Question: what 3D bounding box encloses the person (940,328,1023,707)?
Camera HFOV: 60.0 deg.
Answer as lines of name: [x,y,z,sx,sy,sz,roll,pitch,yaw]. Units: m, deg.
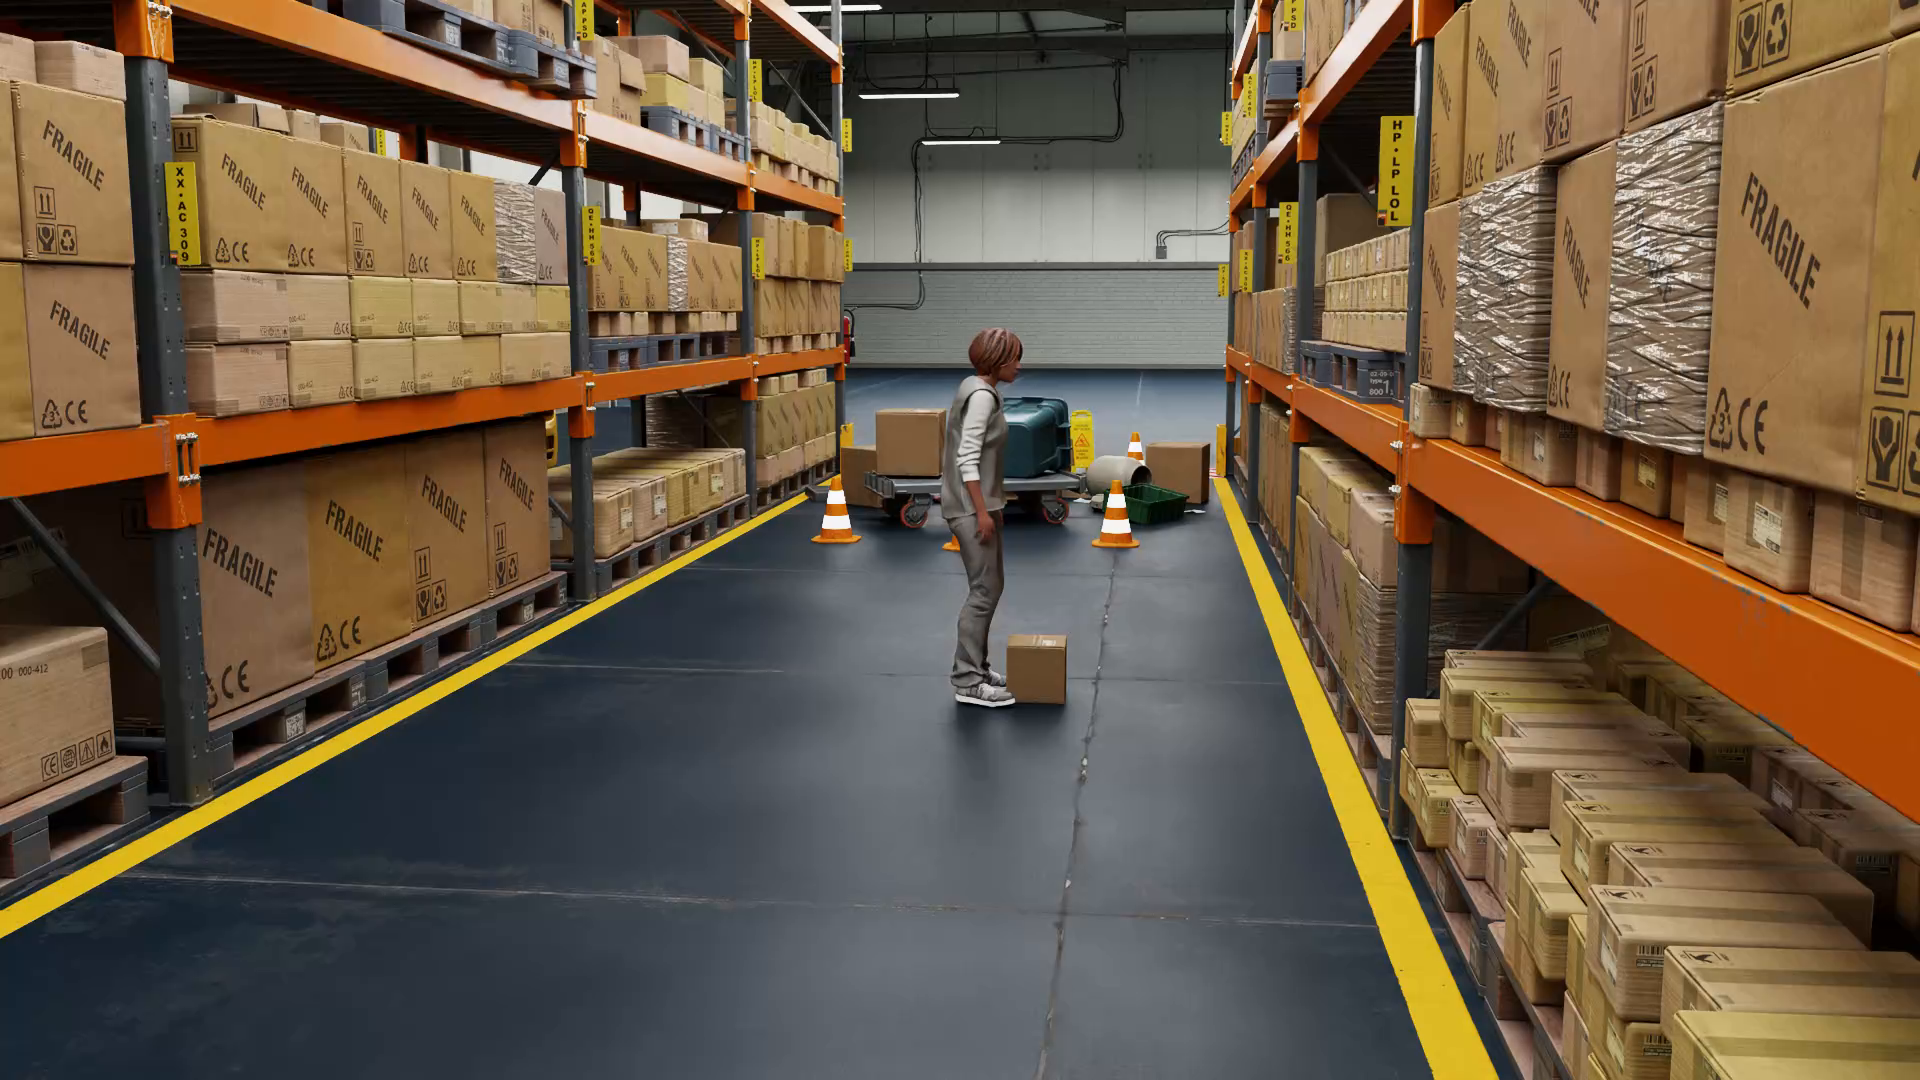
person: [0.091,-0.109,7.137,0.344,1.592,0.460,1,8,7]
